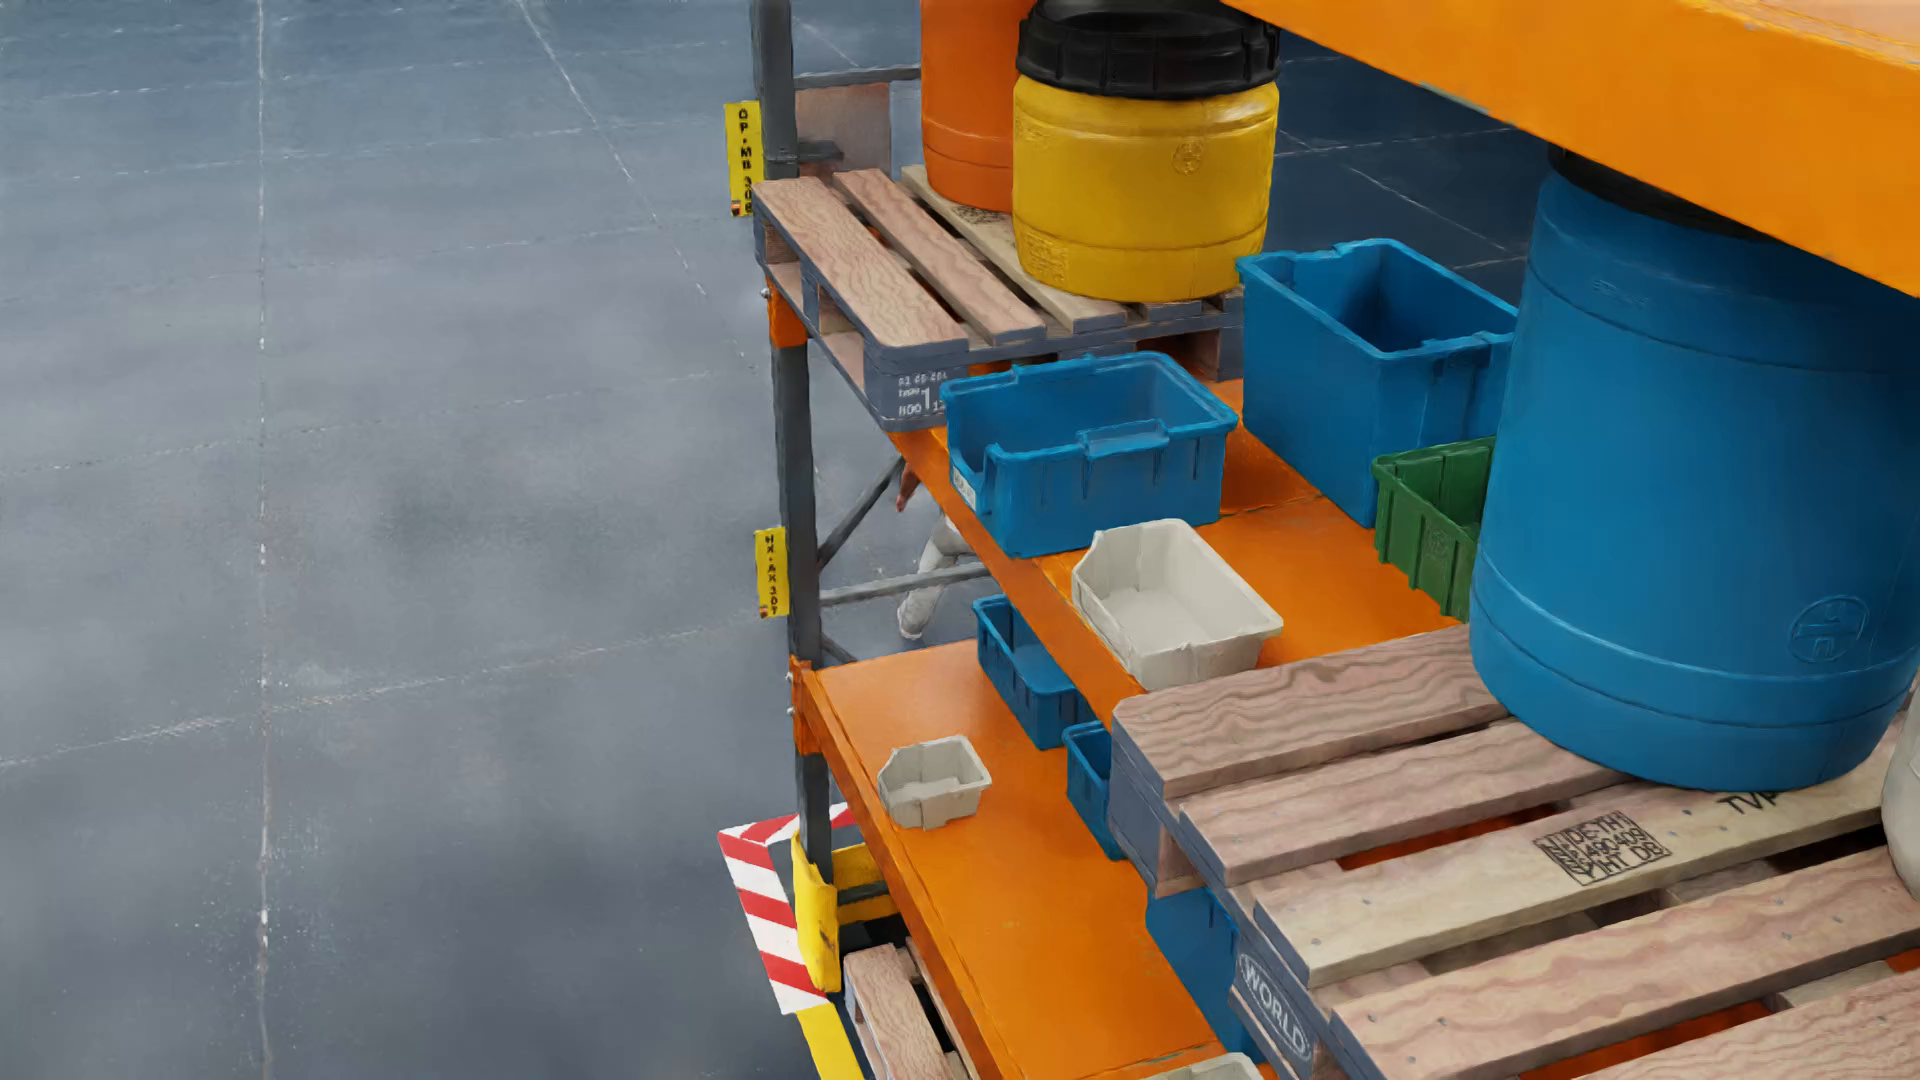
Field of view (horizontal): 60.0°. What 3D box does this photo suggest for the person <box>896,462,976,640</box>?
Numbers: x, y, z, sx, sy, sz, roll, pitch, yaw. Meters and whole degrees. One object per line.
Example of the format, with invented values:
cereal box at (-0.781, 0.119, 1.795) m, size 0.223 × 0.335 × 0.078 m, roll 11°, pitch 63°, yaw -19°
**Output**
person at (0.092, -0.189, 7.590) m, size 0.890 × 1.614 × 0.558 m, roll 6°, pitch 30°, yaw 10°
